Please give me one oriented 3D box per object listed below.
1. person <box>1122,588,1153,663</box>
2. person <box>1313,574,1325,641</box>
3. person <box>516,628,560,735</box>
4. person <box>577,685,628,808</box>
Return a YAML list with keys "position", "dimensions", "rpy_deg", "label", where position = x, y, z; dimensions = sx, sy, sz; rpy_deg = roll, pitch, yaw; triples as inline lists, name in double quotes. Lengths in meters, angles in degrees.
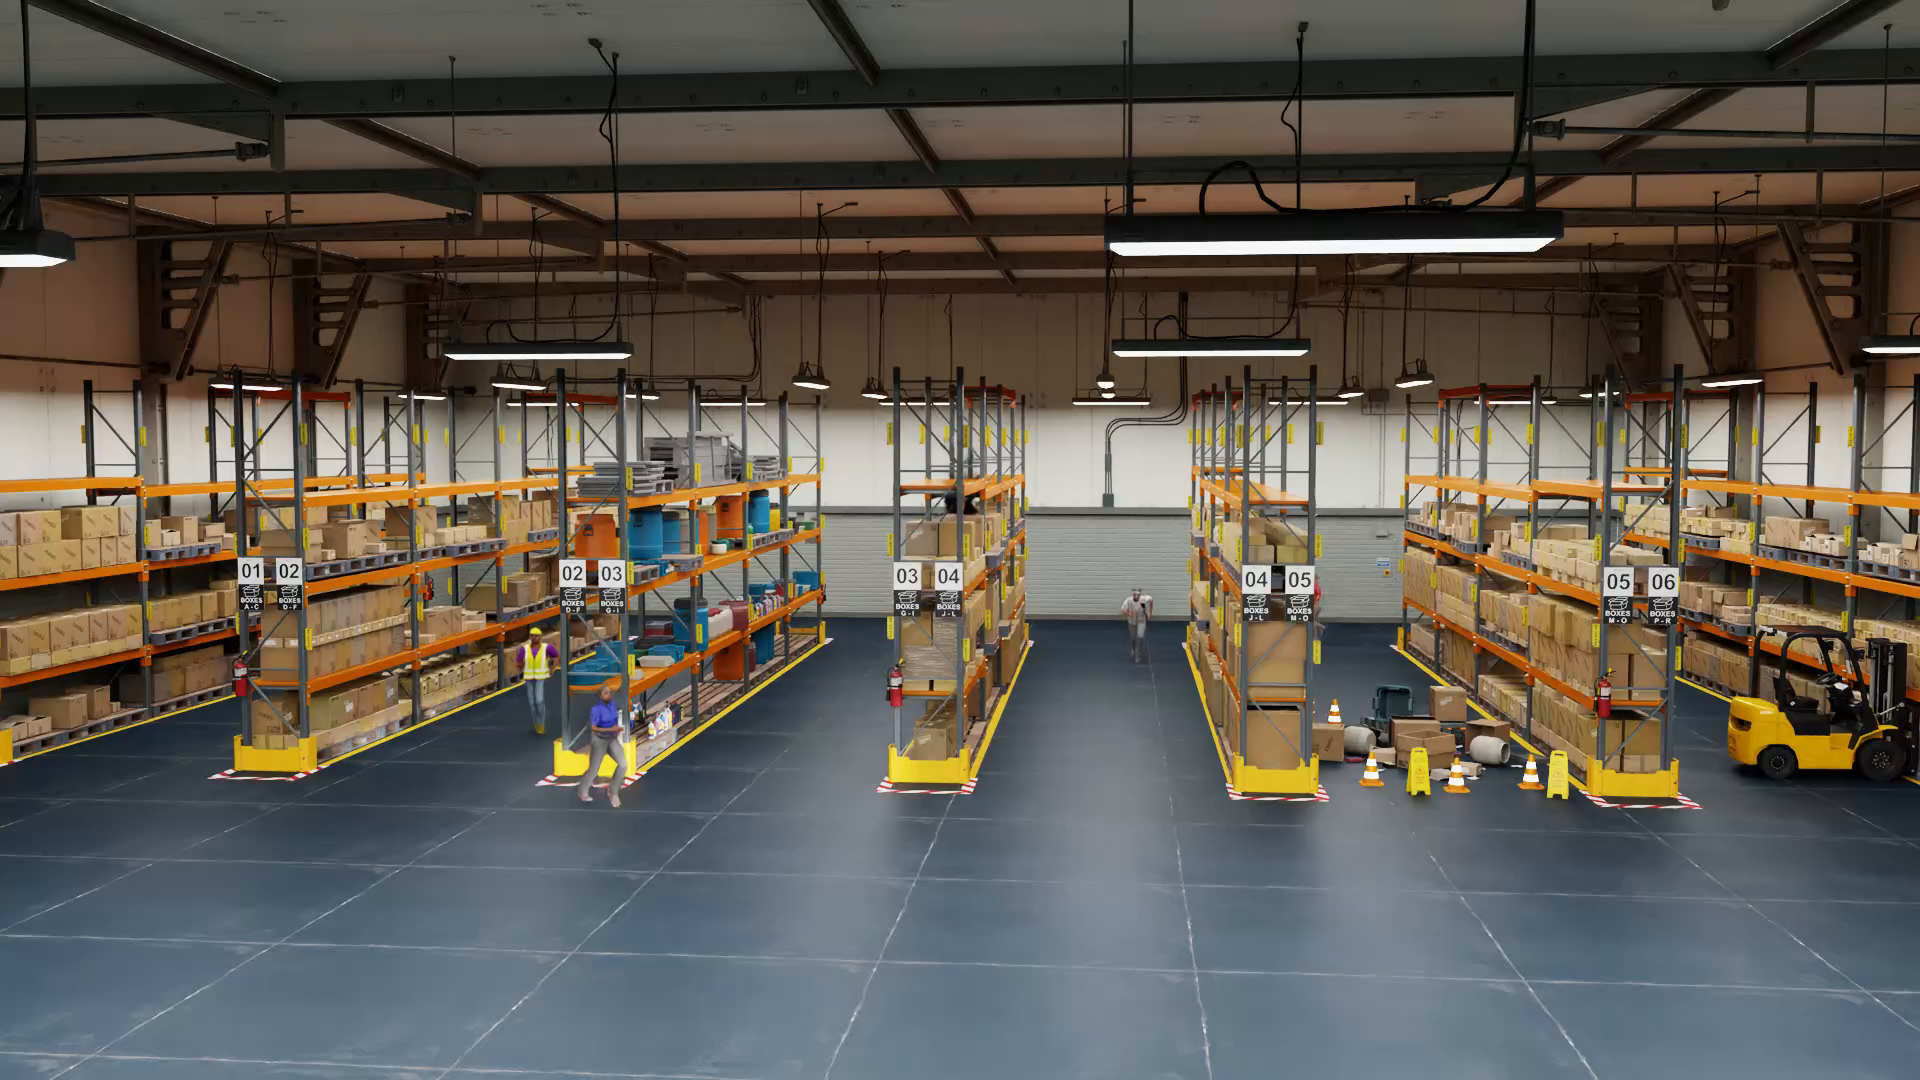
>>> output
- position: [3.969, 1.896, 37.230]
  dimensions: [0.705, 1.719, 1.023]
  rpy_deg: [0, 4, 6]
  label: "person"
- position: [8.627, 1.662, 40.498]
  dimensions: [0.601, 1.692, 0.676]
  rpy_deg: [0, 4, 3]
  label: "person"
- position: [-7.147, 2.383, 28.047]
  dimensions: [0.673, 1.812, 0.706]
  rpy_deg: [0, 4, 0]
  label: "person"
- position: [-4.800, 2.782, 22.514]
  dimensions: [0.867, 1.675, 0.585]
  rpy_deg: [3, 5, 41]
  label: "person"
